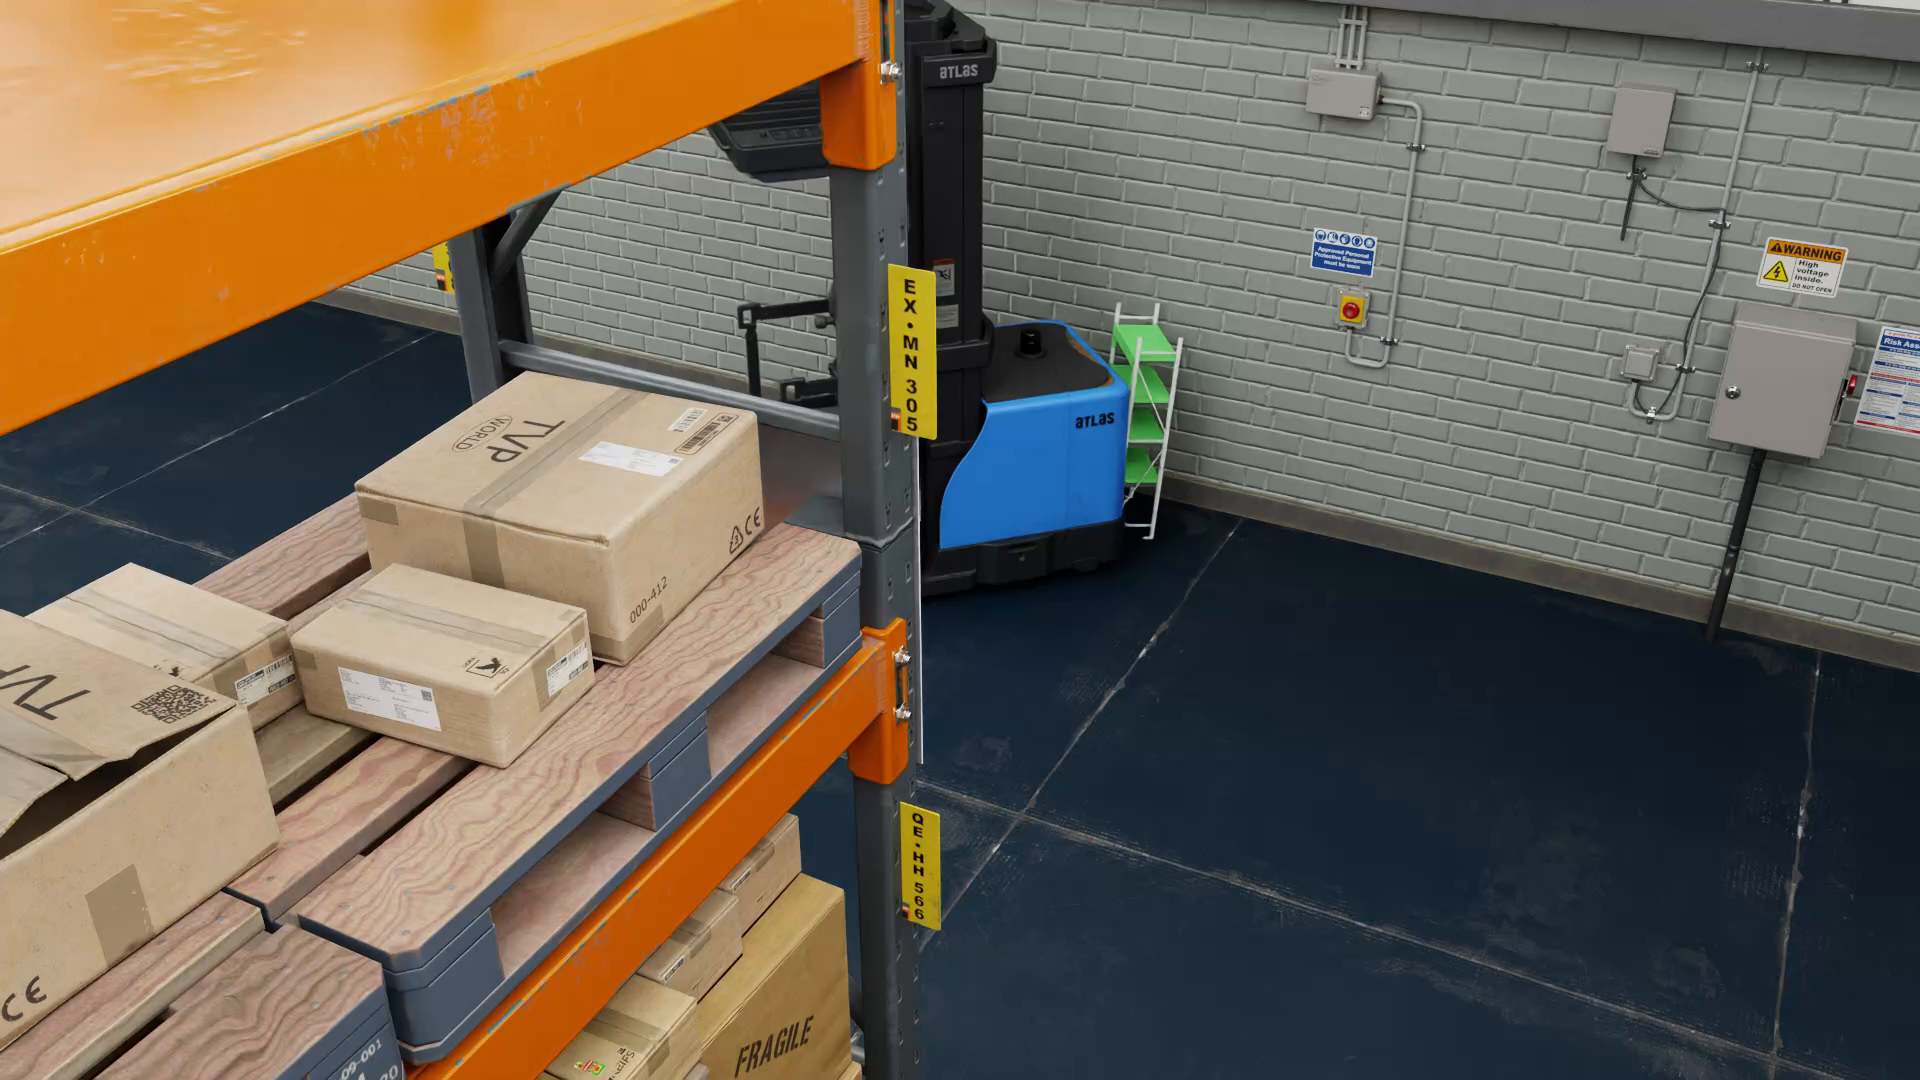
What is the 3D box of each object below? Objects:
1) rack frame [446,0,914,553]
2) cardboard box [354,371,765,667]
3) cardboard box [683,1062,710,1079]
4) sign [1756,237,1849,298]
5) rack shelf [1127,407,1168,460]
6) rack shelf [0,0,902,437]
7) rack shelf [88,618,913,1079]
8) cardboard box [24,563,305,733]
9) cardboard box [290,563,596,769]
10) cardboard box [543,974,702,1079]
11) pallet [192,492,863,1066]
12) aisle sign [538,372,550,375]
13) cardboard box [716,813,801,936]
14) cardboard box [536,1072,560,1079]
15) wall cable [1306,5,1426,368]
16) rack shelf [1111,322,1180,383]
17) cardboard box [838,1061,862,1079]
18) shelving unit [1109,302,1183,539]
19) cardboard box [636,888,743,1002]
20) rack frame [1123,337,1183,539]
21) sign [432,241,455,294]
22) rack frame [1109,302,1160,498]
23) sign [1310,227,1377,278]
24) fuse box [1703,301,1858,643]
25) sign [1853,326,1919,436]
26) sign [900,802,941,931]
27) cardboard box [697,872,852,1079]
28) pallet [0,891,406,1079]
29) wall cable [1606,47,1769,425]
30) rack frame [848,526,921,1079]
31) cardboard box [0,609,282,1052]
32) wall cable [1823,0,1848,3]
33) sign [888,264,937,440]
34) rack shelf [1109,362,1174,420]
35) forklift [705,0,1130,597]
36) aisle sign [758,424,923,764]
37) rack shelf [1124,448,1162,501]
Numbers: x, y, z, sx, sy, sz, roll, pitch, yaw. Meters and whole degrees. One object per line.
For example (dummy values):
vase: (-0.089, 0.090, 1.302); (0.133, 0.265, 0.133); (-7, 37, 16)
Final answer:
rack frame: (-0.565, -1.417, 2.681); (1.000, 3.000, 0.127); (14, 33, 23)
cardboard box: (-0.690, -0.057, 2.953); (0.500, 0.250, 0.500); (11, 32, 19)
cardboard box: (-0.785, 1.214, 3.020); (0.500, 0.500, 0.500); (14, 33, 23)
sign: (3.832, -1.242, 7.571); (0.339, 0.242, 0.001); (14, 33, 23)
rack shelf: (0.961, -0.596, 9.193); (0.258, 0.148, 0.480); (0, 30, -9)
rack shelf: (-1.476, -0.045, 1.416); (1.077, 0.370, 4.000); (14, 33, 23)
rack shelf: (-1.476, 1.082, 2.063); (1.077, 0.370, 4.000); (14, 33, 23)
cardboard box: (-1.265, 0.197, 2.612); (0.380, 0.149, 0.250); (16, 33, 25)
cardboard box: (-0.810, 0.191, 2.623); (0.380, 0.149, 0.250); (12, 32, 19)
cardboard box: (-0.687, 0.882, 2.946); (0.380, 0.149, 0.250); (14, 33, 23)
pallet: (-0.894, 0.253, 2.874); (1.003, 0.211, 1.213); (14, 33, 23)
aisle sign: (-0.790, -0.041, 3.698); (0.394, 0.787, 0.004); (14, 33, 23)
cardboard box: (-0.550, 0.631, 3.384); (0.380, 0.149, 0.250); (15, 33, 24)
cardboard box: (-0.838, 0.985, 2.768); (0.380, 0.149, 0.250); (15, 33, 24)
wall cable: (1.983, -1.775, 8.277); (0.585, 1.953, 0.123); (14, 33, 23)
rack shelf: (0.995, -1.013, 8.959); (0.258, 0.148, 0.480); (0, 30, -9)
cardboard box: (-0.549, 1.415, 3.673); (0.500, 0.500, 0.500); (14, 33, 24)
shelving unit: (0.965, -0.651, 9.162); (0.258, 1.200, 0.503); (0, 30, -9)
cardboard box: (-0.644, 0.749, 3.178); (0.380, 0.149, 0.250); (15, 33, 24)
rack frame: (1.001, -0.531, 8.952); (0.240, 1.200, 0.015); (0, 30, -9)
sign: (-1.056, -0.658, 3.415); (0.100, 0.325, 0.005); (14, 33, 23)
rack frame: (0.930, -0.772, 9.371); (0.240, 1.200, 0.015); (0, 30, -9)
sign: (1.968, -1.476, 8.536); (0.327, 0.218, 0.001); (14, 33, 23)
fuse box: (3.787, -0.221, 7.916); (0.539, 1.711, 0.414); (14, 33, 23)
sign: (4.321, -0.718, 7.583); (0.329, 0.494, 0.001); (14, 33, 23)
sign: (-0.088, 0.709, 3.603); (0.100, 0.325, 0.005); (14, 33, 23)
cardboard box: (-0.573, 0.975, 3.435); (0.500, 0.500, 0.500); (15, 33, 25)
pallet: (-1.448, 0.796, 1.928); (1.003, 0.211, 1.213); (14, 33, 23)
wall cable: (3.251, -1.445, 7.733); (0.588, 1.984, 0.122); (14, 33, 23)
rack frame: (-0.565, 1.184, 4.175); (1.000, 3.000, 0.127); (14, 33, 23)
cardboard box: (-1.291, 0.349, 2.185); (0.500, 0.311, 0.500); (15, 33, 24)
wall cable: (4.907, -3.198, 5.746); (2.988, 3.039, 0.133); (14, 33, 23)
sign: (-0.088, -0.337, 3.002); (0.100, 0.325, 0.005); (14, 33, 23)
rack shelf: (0.978, -0.805, 9.076); (0.258, 0.148, 0.480); (0, 30, -9)
forklift: (-0.691, -1.125, 8.265); (3.031, 2.935, 1.130); (-9, 31, -16)
aisle sign: (-0.256, 0.096, 3.461); (0.394, 0.787, 0.004); (14, 33, 23)
rack shelf: (0.943, -0.387, 9.310); (0.258, 0.148, 0.480); (0, 30, -9)
